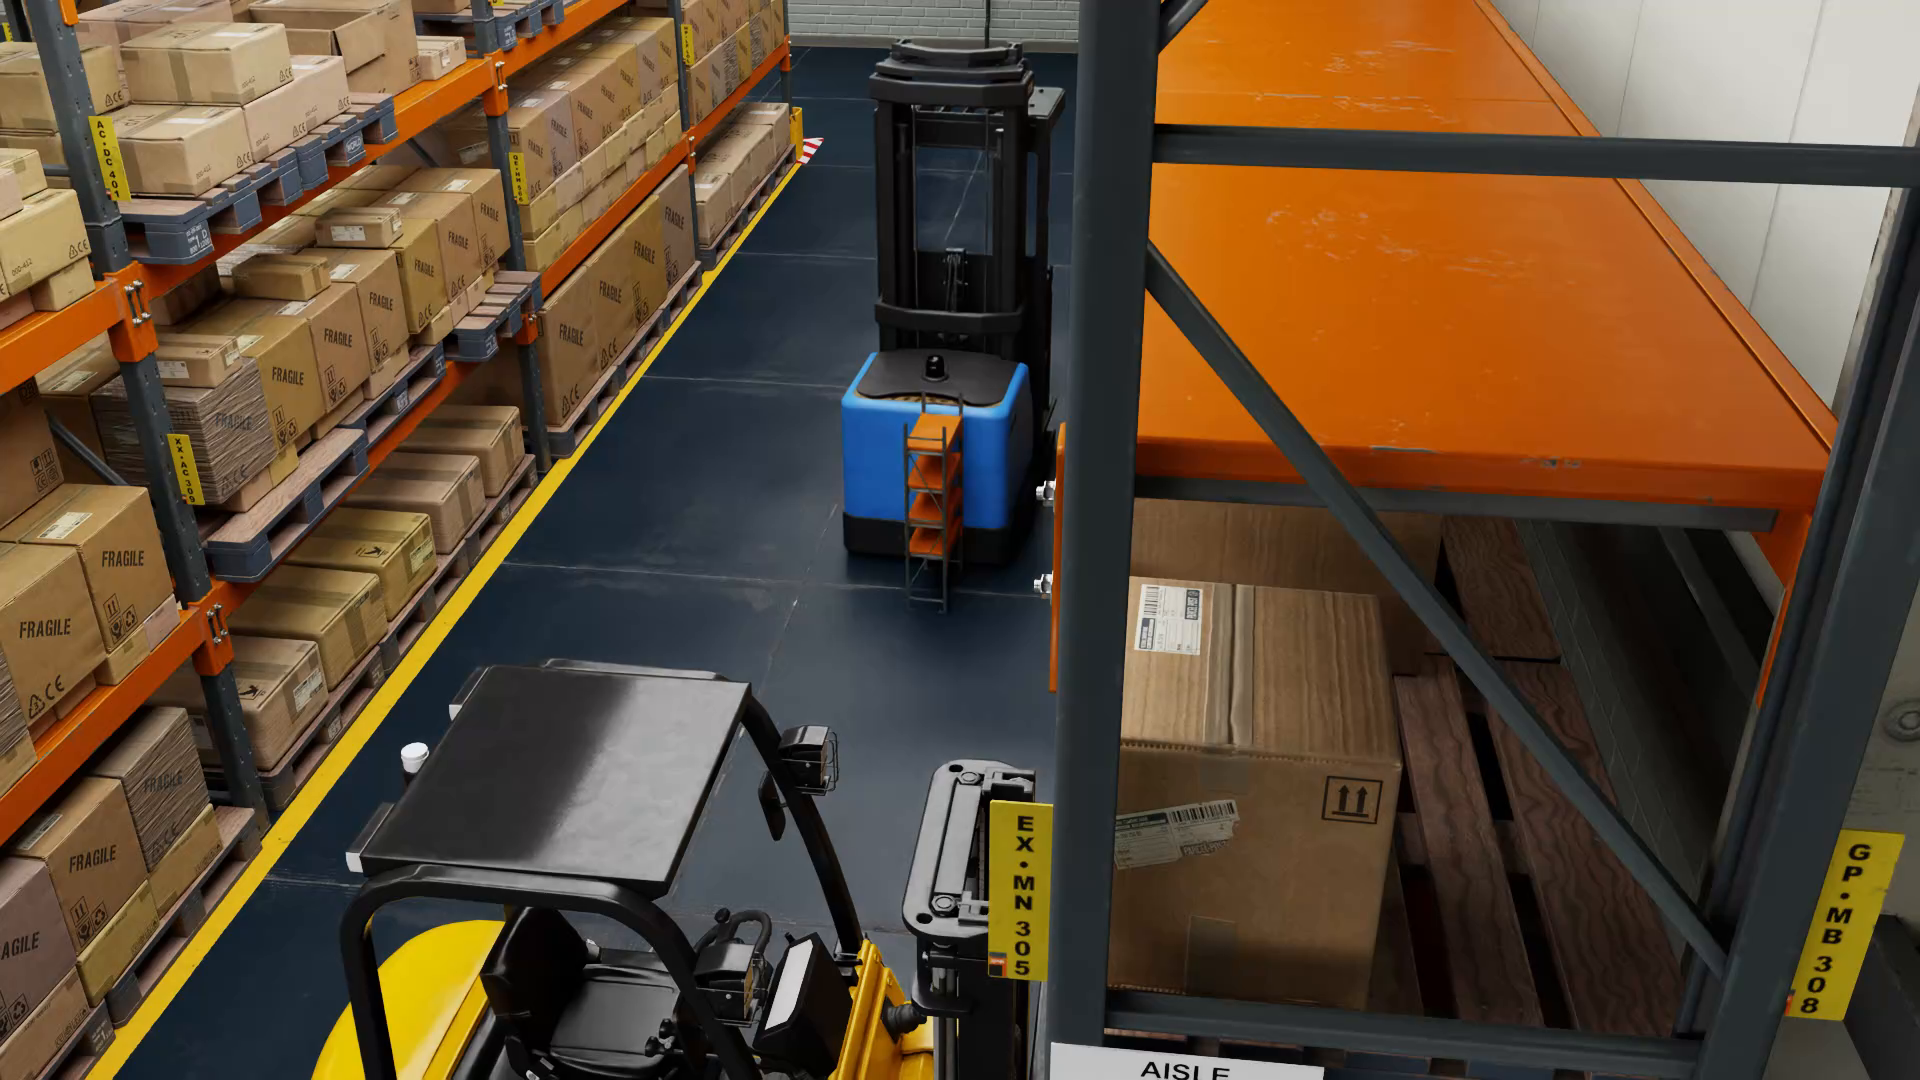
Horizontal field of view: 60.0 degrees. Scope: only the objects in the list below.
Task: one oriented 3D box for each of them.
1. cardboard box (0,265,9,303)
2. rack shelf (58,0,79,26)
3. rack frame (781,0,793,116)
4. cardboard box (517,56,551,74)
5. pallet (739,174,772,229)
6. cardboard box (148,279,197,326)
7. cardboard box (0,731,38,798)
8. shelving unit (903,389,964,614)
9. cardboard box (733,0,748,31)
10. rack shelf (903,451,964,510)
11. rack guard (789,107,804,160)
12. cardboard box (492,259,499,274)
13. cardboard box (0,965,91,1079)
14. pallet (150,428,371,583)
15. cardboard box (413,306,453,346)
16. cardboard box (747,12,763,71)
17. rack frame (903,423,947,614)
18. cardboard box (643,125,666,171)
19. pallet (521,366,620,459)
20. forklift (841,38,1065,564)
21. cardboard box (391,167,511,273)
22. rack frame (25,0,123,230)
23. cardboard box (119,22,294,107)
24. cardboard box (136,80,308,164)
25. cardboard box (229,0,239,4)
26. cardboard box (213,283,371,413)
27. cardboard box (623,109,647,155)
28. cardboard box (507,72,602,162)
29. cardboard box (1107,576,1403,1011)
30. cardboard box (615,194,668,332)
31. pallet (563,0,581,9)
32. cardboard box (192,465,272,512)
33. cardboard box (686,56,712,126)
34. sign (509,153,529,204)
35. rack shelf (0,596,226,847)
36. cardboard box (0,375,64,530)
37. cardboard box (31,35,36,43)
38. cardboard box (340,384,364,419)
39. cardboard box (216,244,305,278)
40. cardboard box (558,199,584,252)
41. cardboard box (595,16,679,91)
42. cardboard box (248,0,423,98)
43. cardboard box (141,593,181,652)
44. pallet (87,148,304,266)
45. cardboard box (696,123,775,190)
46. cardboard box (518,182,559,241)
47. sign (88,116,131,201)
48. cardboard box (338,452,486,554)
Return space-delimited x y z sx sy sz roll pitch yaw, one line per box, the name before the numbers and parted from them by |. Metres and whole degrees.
cardboard box | -3.656 -0.867 5.670 0.500 0.250 0.500 3 28 5
rack shelf | -3.563 -3.032 7.863 1.077 0.370 4.000 3 28 6
rack frame | -2.338 -5.591 17.758 1.000 3.000 0.127 3 28 6
cardboard box | -3.323 -3.281 12.311 0.500 0.500 0.500 3 28 5
pallet | -2.510 -3.410 16.649 1.003 0.211 1.213 3 28 6
cardboard box | -3.904 -1.144 7.957 0.380 0.149 0.250 3 28 5
cardboard box | -3.666 0.815 6.131 0.380 0.149 0.250 3 28 5
shelving unit | -0.149 -0.220 9.686 0.258 1.200 0.503 5 29 10
cardboard box | -2.323 -5.118 15.719 0.500 0.500 0.500 3 28 6
rack shelf | -0.149 -0.358 9.611 0.258 0.148 0.480 5 29 10
rack guard | -2.335 -4.502 18.372 1.175 0.500 0.348 3 28 6
cardboard box | -3.124 -1.732 10.416 0.380 0.149 0.250 4 29 8
cardboard box | -3.736 1.867 6.370 0.500 0.250 0.500 4 29 7
pallet | -3.570 -0.210 7.971 1.003 0.211 1.213 3 28 6
cardboard box | -3.130 -1.232 9.488 0.380 0.149 0.250 4 29 7
cardboard box | -2.264 -4.915 16.397 0.500 0.500 0.500 4 29 8
rack frame | -0.196 -0.106 9.475 0.240 1.200 0.015 5 29 10
cardboard box | -2.696 -3.177 13.434 0.500 0.250 0.500 3 28 5
pallet | -3.146 -0.965 12.110 1.003 0.211 1.213 3 28 6
forklift | 0.061 -1.823 10.835 1.130 2.935 3.031 5 29 10
cardboard box | -3.098 -1.955 10.147 0.500 0.500 0.500 3 28 5
rack frame | -3.808 -2.584 5.850 1.000 3.000 0.127 3 28 6
cardboard box | -3.287 -2.089 7.283 0.500 0.250 0.500 3 28 5
cardboard box | -3.277 -1.873 7.408 0.500 0.250 0.500 3 28 6
cardboard box | -7.250 -5.484 16.085 0.500 0.500 0.500 2 28 4
cardboard box | -3.331 -0.974 8.326 0.500 0.500 0.500 3 28 6
cardboard box | -2.752 -3.161 12.878 0.500 0.250 0.500 4 29 7
cardboard box | -2.885 -3.004 11.796 0.500 0.500 0.500 4 29 8
cardboard box | 0.441 0.411 2.800 0.500 0.500 0.500 4 29 8
cardboard box | -2.927 -2.236 13.327 0.875 0.875 0.875 4 29 8
pallet | -3.157 -3.896 11.647 1.003 0.211 1.213 5 29 9
cardboard box | -3.427 -0.259 7.682 0.380 0.149 0.250 4 29 7
cardboard box | -2.510 -3.958 14.621 0.500 0.500 0.500 4 29 8
sign | -2.778 -2.273 10.462 0.100 0.325 0.005 3 28 6
rack shelf | -4.053 1.315 5.696 1.077 0.370 4.000 3 28 6
cardboard box | -4.077 -0.363 6.581 0.700 0.500 0.500 3 28 6
cardboard box | -7.974 -4.368 15.067 0.500 0.500 0.500 3 28 6
cardboard box | -3.323 -0.749 8.591 0.380 0.149 0.250 4 29 7
cardboard box | -3.787 -1.256 8.849 0.500 0.500 0.500 2 28 4
cardboard box | -2.963 -2.218 11.655 0.500 0.250 0.500 3 28 5
cardboard box | -2.633 -3.968 13.585 0.500 0.500 0.500 4 29 8
cardboard box | -3.444 -2.745 9.206 0.700 0.500 0.500 3 28 6
cardboard box | -3.545 0.337 7.019 0.380 0.149 0.250 3 28 6
pallet | -3.627 -1.465 7.134 1.213 0.211 1.003 3 28 6
cardboard box | -2.423 -3.900 16.878 0.875 0.438 0.875 4 29 8
cardboard box | -3.011 -2.204 11.101 0.500 0.250 0.500 3 28 6
sign | -3.268 -1.463 6.387 0.100 0.325 0.005 3 28 6
cardboard box | -3.479 -0.240 10.153 0.950 0.372 0.625 3 28 5
